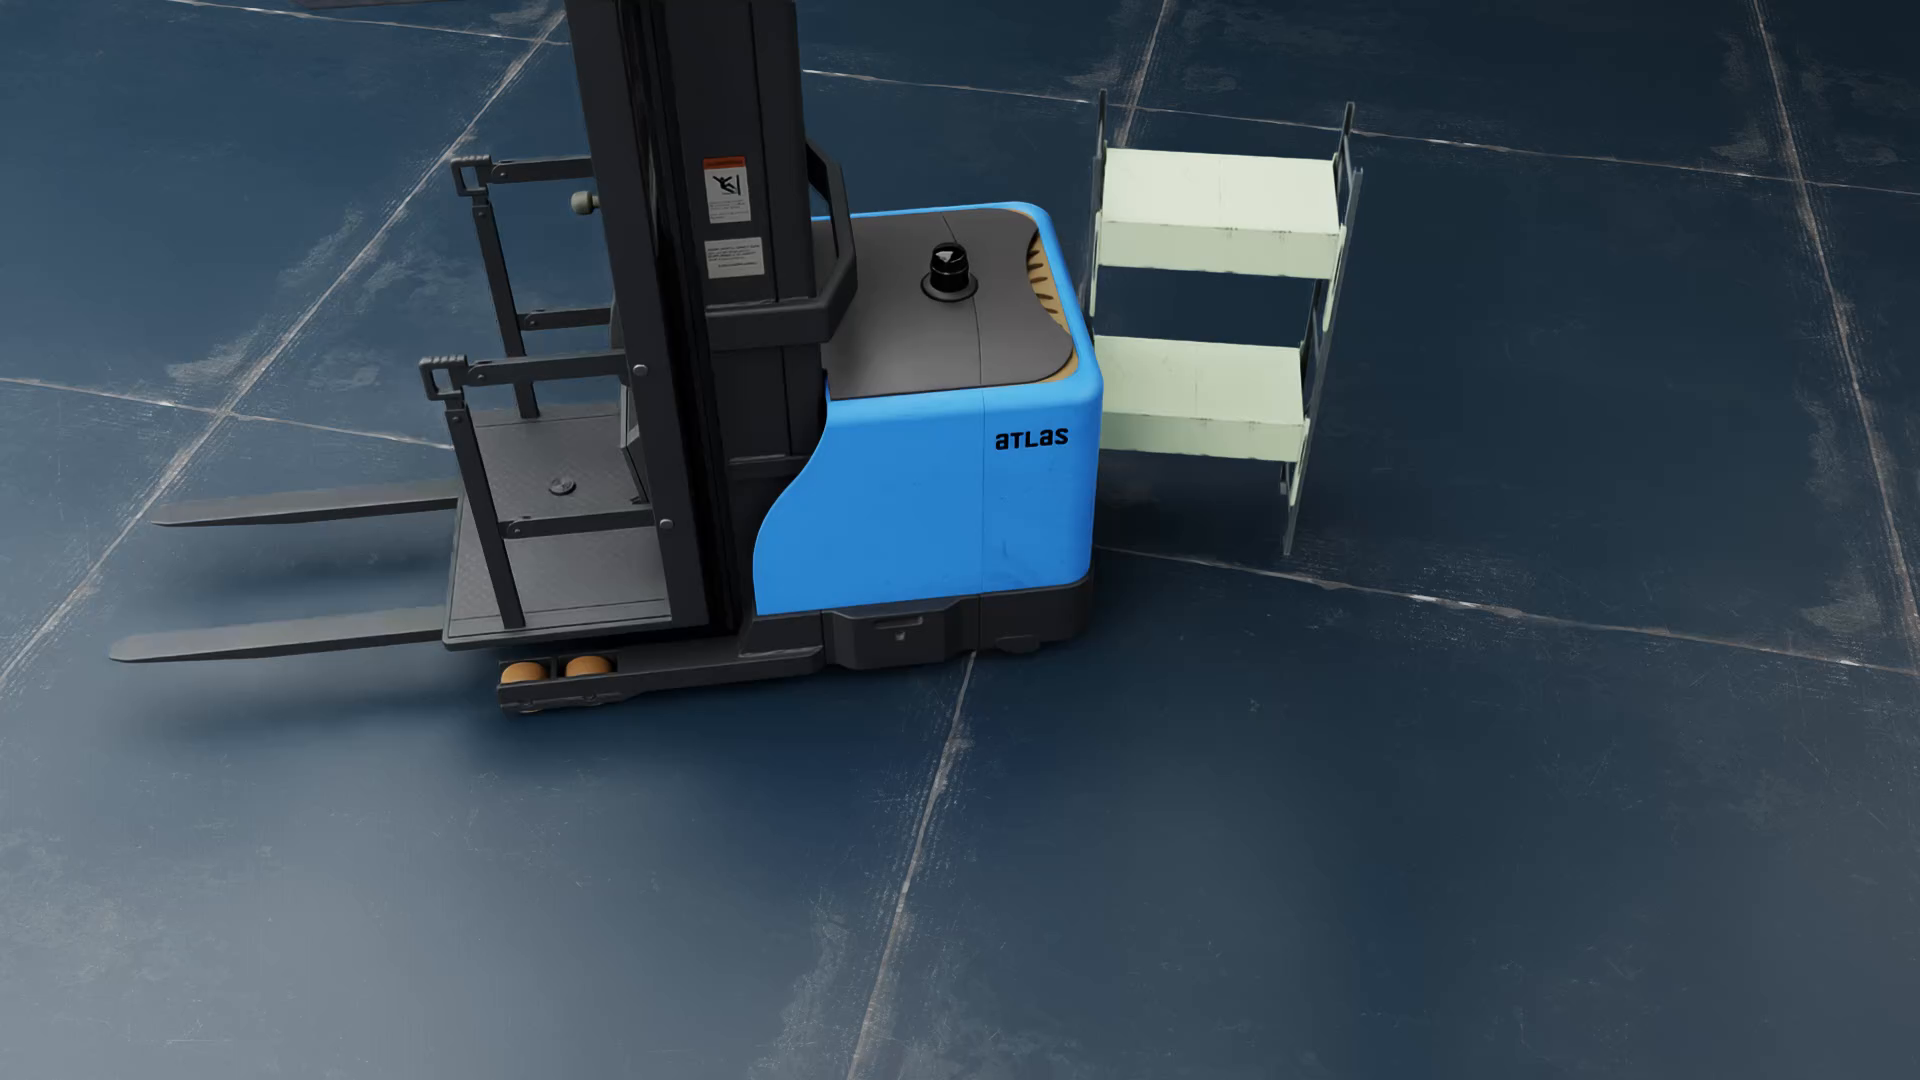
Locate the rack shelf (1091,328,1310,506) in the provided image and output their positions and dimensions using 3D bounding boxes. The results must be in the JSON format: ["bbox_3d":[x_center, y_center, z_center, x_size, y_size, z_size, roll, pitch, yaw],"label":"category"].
[{"bbox_3d":[0.775,-0.416,5.570,0.720,0.370,0.431,4,44,4],"label":"rack shelf"}]

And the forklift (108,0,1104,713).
[{"bbox_3d":[-1.137,-0.909,4.581,3.031,2.935,1.130,-6,44,-6],"label":"forklift"}]

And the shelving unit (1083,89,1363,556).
[{"bbox_3d":[0.775,-0.650,5.344,0.755,1.500,0.431,4,44,4],"label":"shelving unit"}]

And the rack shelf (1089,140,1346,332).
[{"bbox_3d":[0.775,-0.932,5.074,0.720,0.370,0.431,4,44,4],"label":"rack shelf"}]

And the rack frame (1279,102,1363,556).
[{"bbox_3d":[1.139,-0.623,5.316,0.023,1.500,0.400,4,44,4],"label":"rack frame"}]

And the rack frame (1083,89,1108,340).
[{"bbox_3d":[0.411,-0.677,5.372,0.023,1.500,0.400,4,44,4],"label":"rack frame"}]
